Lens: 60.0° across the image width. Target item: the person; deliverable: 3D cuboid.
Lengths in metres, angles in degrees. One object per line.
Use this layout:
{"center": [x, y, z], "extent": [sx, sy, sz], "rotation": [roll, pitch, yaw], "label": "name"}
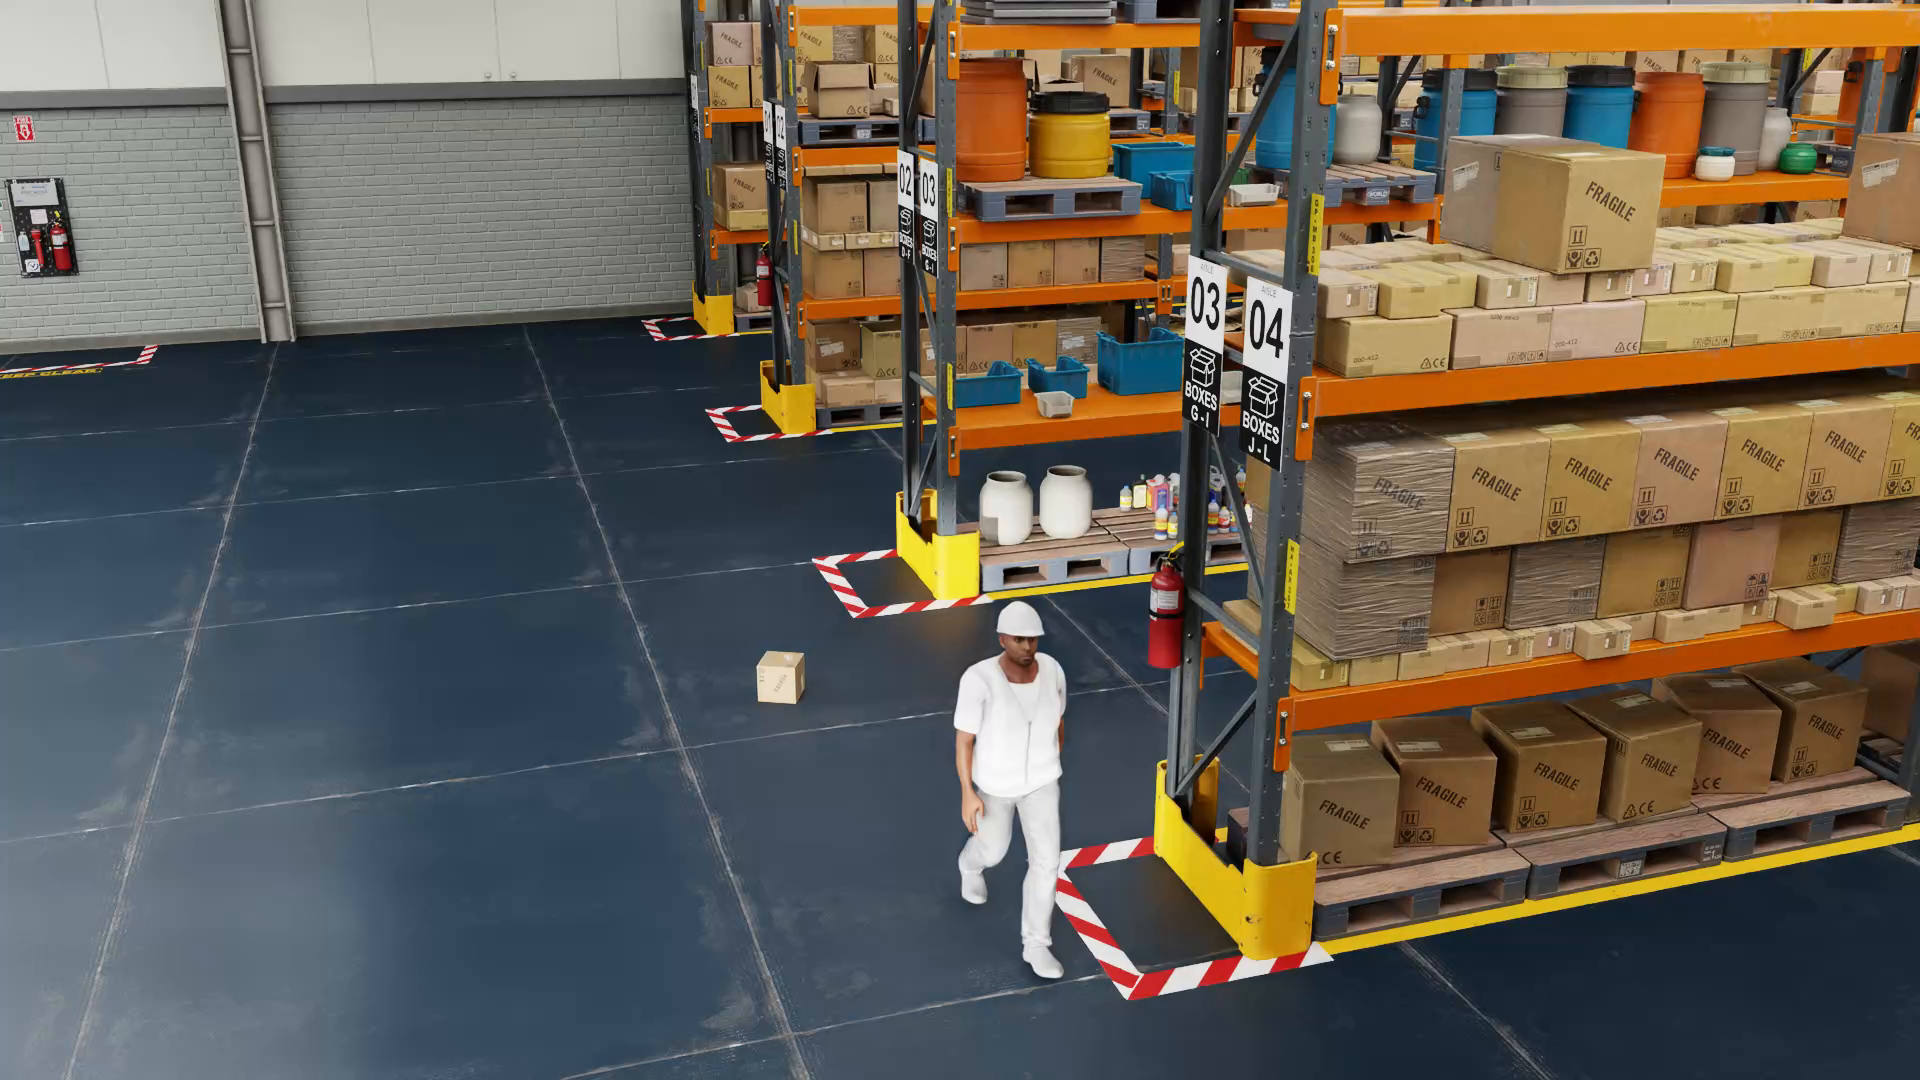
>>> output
{"center": [0.241, 1.108, 7.827], "extent": [0.581, 1.733, 0.963], "rotation": [-6, 20, -17], "label": "person"}
